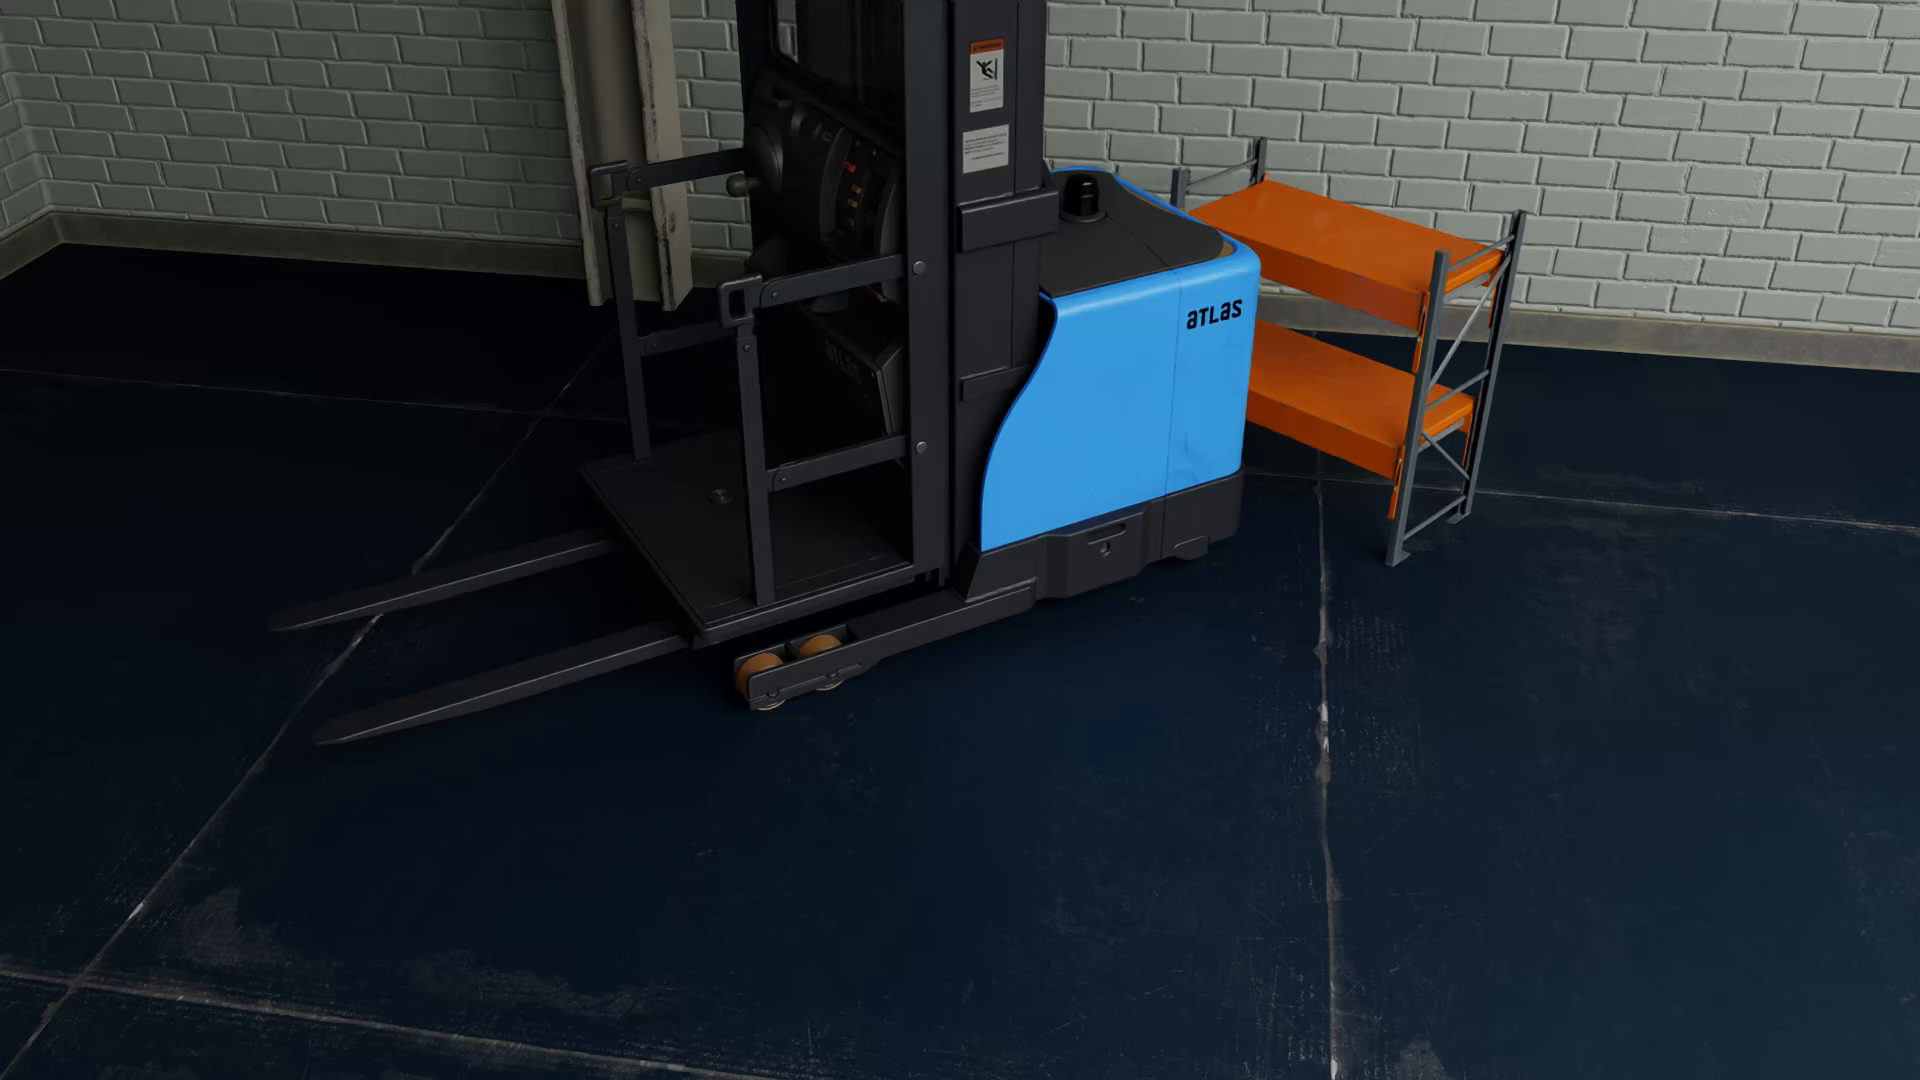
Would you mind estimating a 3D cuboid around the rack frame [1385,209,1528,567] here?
[{"bbox_3d":[1.624,-0.484,5.463,0.500,1.125,0.032,-28,41,-37],"label":"rack frame"}]

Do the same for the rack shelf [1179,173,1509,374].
[{"bbox_3d":[1.266,-0.924,5.614,0.538,0.278,1.000,-28,41,-37],"label":"rack shelf"}]

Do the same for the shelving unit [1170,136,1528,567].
[{"bbox_3d":[1.266,-0.676,5.769,0.538,1.125,1.048,-28,41,-37],"label":"shelving unit"}]

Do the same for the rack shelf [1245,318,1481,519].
[{"bbox_3d":[1.266,-0.468,5.899,0.538,0.278,1.000,-28,41,-37],"label":"rack shelf"}]

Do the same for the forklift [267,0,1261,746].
[{"bbox_3d":[-0.581,-1.058,4.677,3.031,2.935,1.130,-17,36,-25],"label":"forklift"}]

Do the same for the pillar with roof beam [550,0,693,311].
[{"bbox_3d":[-2.161,-2.675,1.543,0.400,9.000,9.100,5,32,8],"label":"pillar with roof beam"}]

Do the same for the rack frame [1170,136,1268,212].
[{"bbox_3d":[0.908,-0.867,6.075,0.500,1.125,0.032,-28,41,-37],"label":"rack frame"}]
